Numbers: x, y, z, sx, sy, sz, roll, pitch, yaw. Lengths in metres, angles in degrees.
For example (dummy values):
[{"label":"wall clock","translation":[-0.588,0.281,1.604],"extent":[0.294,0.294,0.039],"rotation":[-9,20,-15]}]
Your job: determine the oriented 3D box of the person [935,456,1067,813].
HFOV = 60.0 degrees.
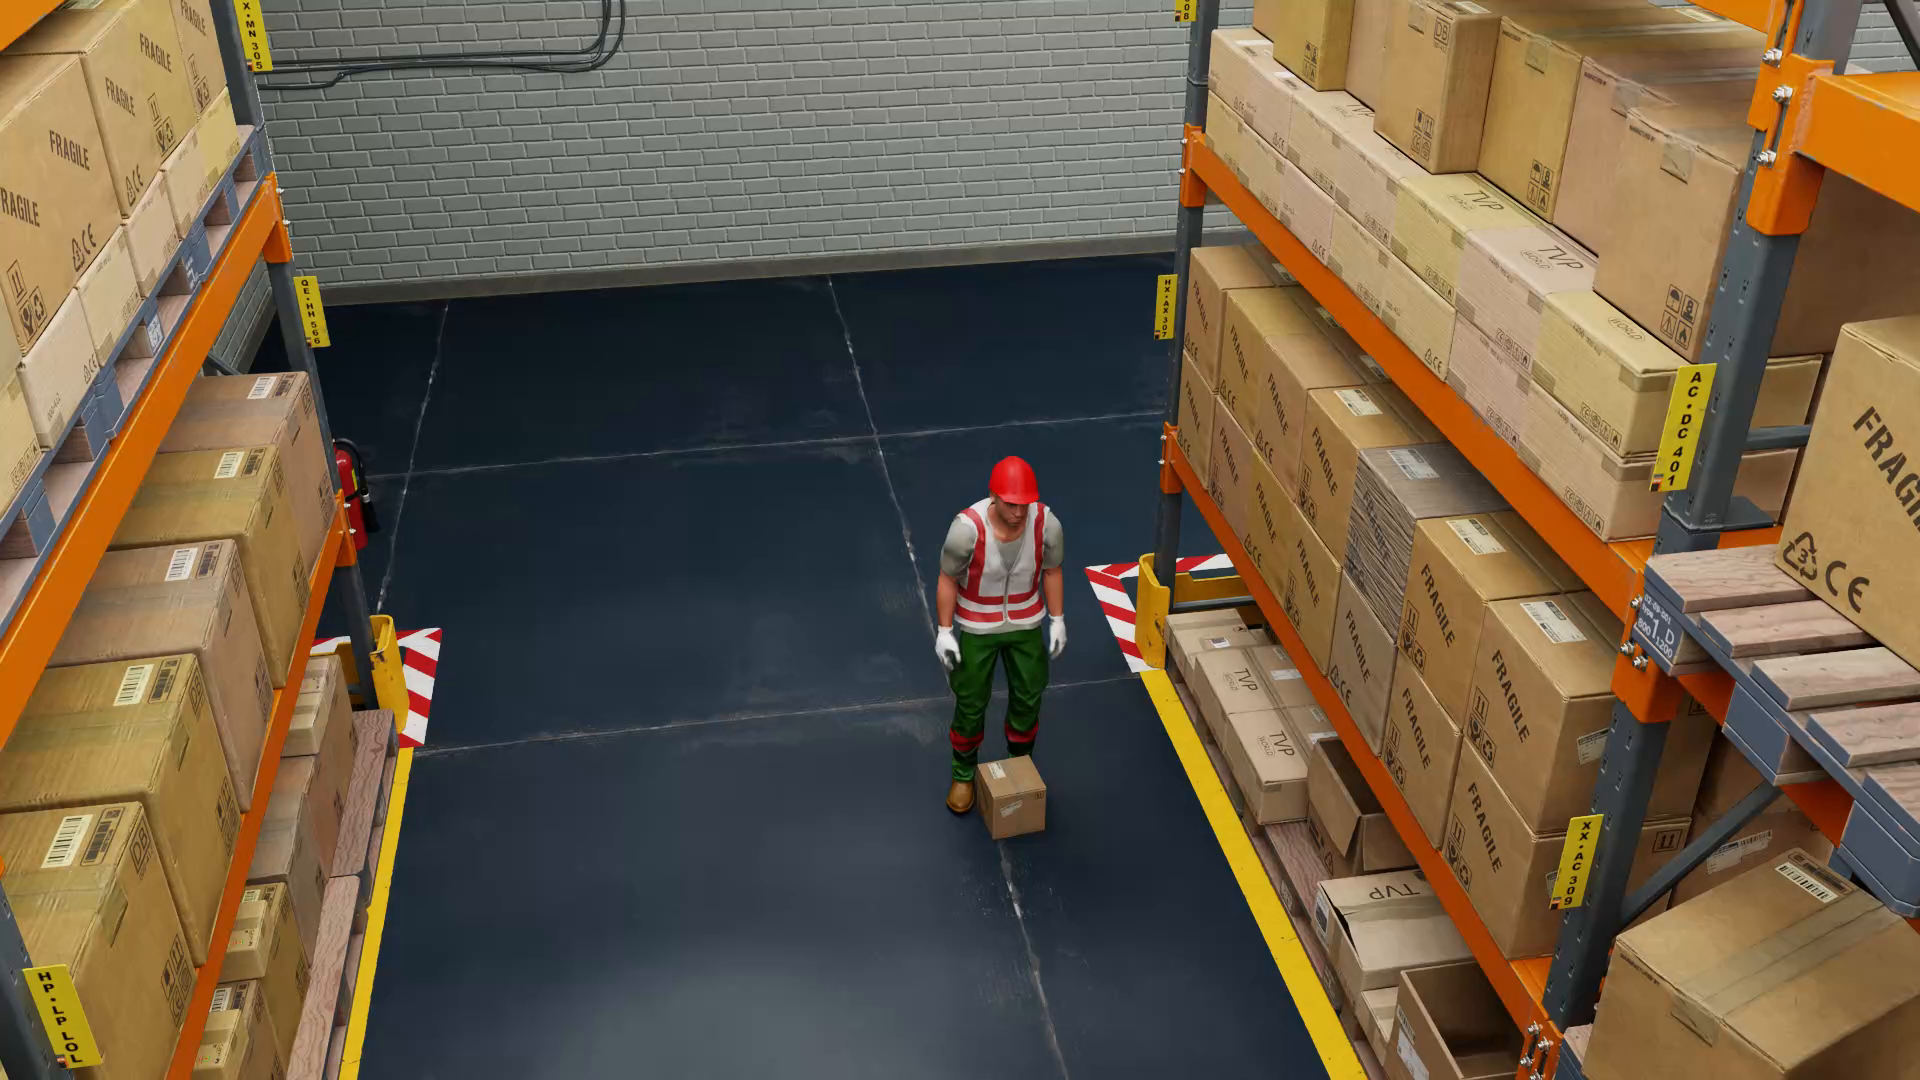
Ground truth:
[{"label":"person","translation":[0.184,0.406,7.434],"extent":[0.608,1.779,0.449],"rotation":[-6,31,-11]}]
